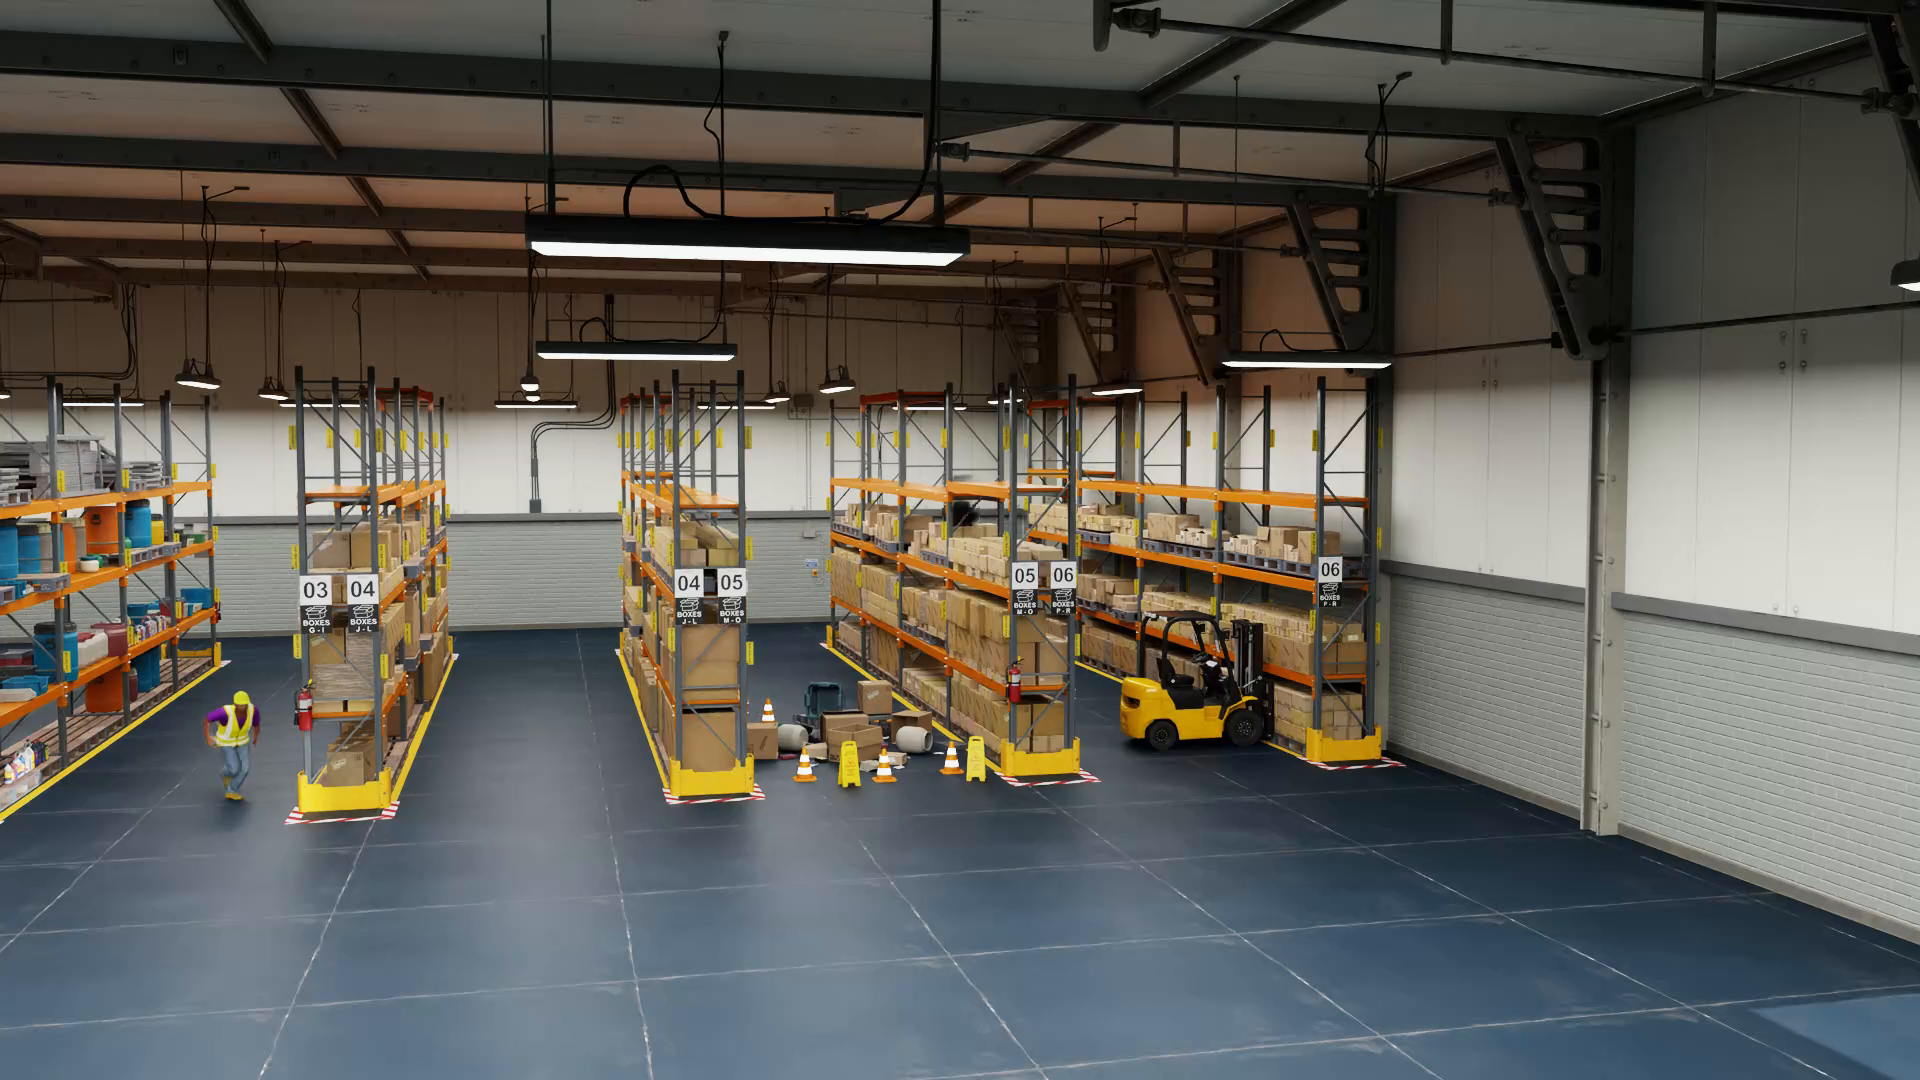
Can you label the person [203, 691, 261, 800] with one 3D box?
[{"bbox_3d":[-10.074,2.850,23.022,0.732,1.566,0.891,-3,5,-42],"label":"person"}]
